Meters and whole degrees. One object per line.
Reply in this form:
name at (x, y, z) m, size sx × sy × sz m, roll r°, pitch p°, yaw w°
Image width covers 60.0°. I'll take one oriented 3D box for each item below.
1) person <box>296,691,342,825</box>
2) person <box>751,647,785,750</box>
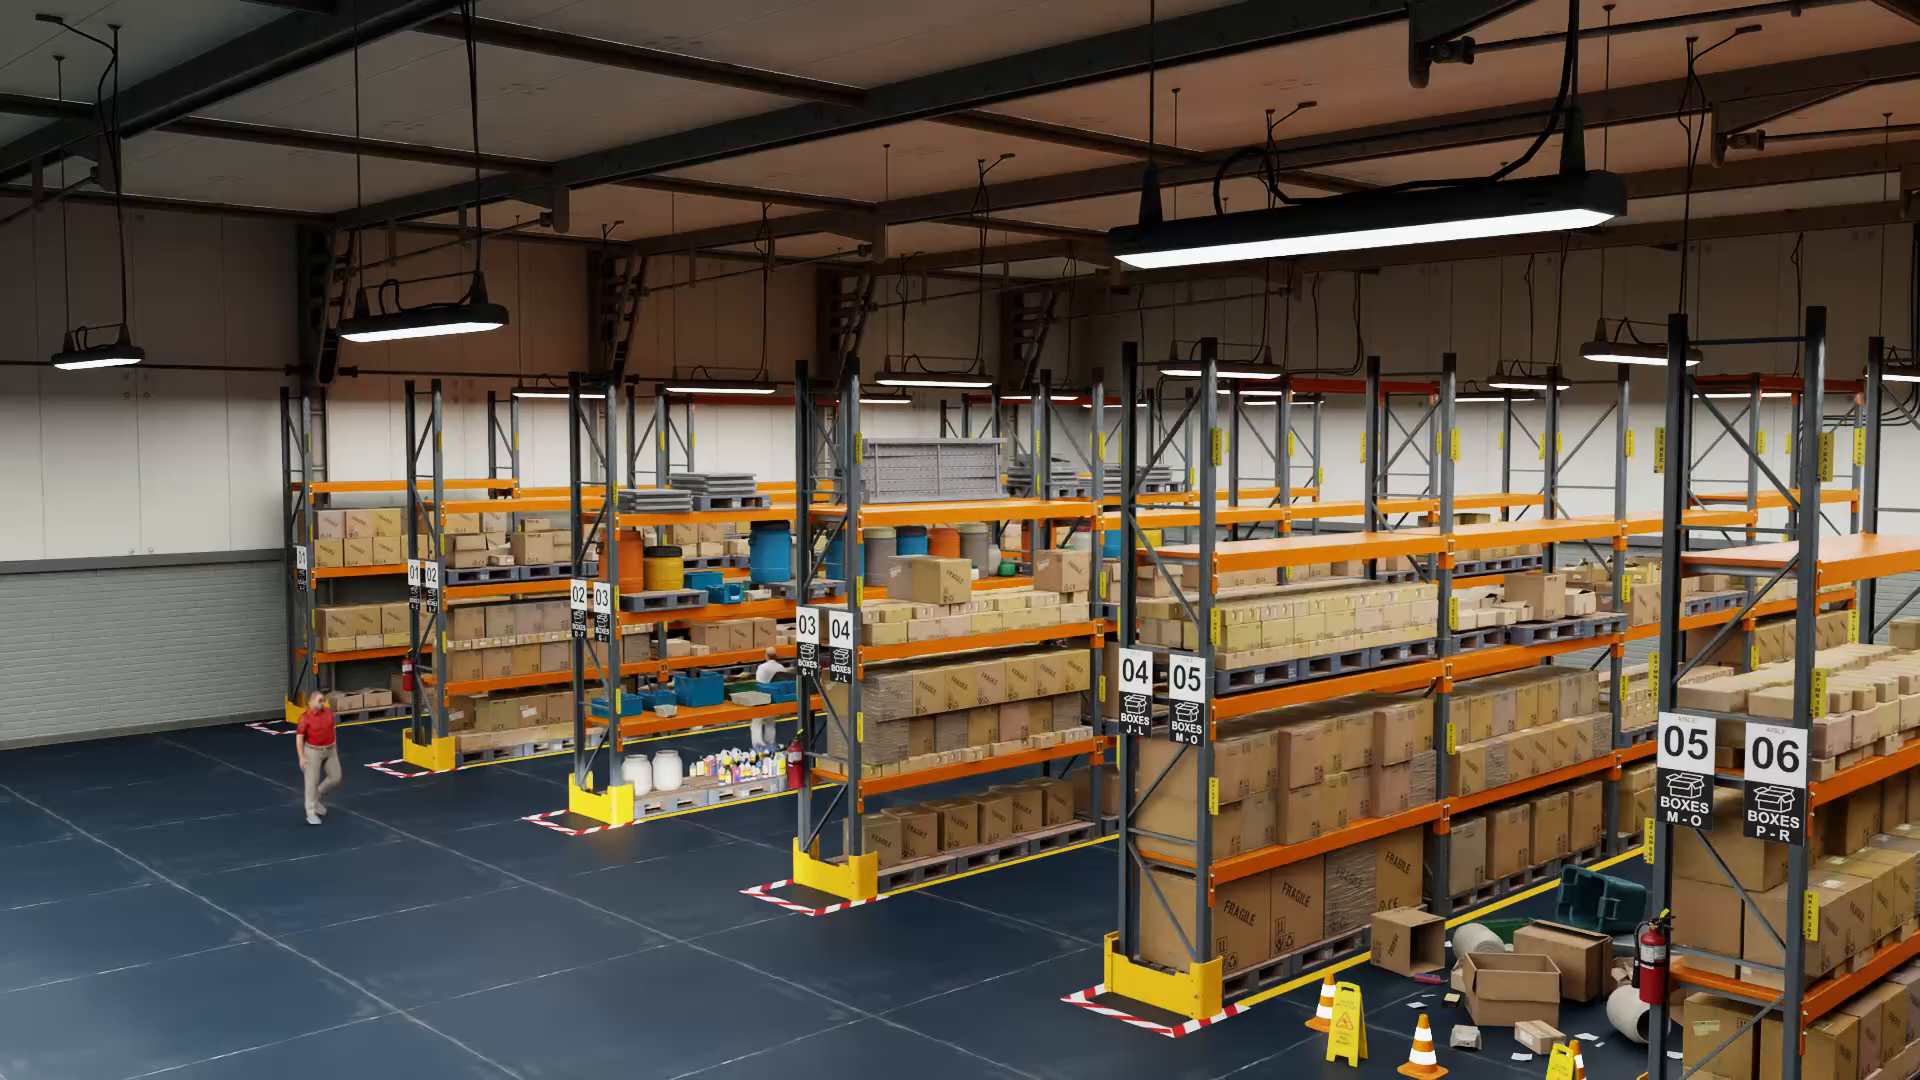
person at (-8.599, 2.878, 22.248) m, size 0.608 × 1.729 × 0.654 m, roll 3°, pitch 4°, yaw 34°
person at (-3.091, 2.603, 26.360) m, size 0.657 × 1.828 × 0.400 m, roll -4°, pitch 5°, yaw -44°
